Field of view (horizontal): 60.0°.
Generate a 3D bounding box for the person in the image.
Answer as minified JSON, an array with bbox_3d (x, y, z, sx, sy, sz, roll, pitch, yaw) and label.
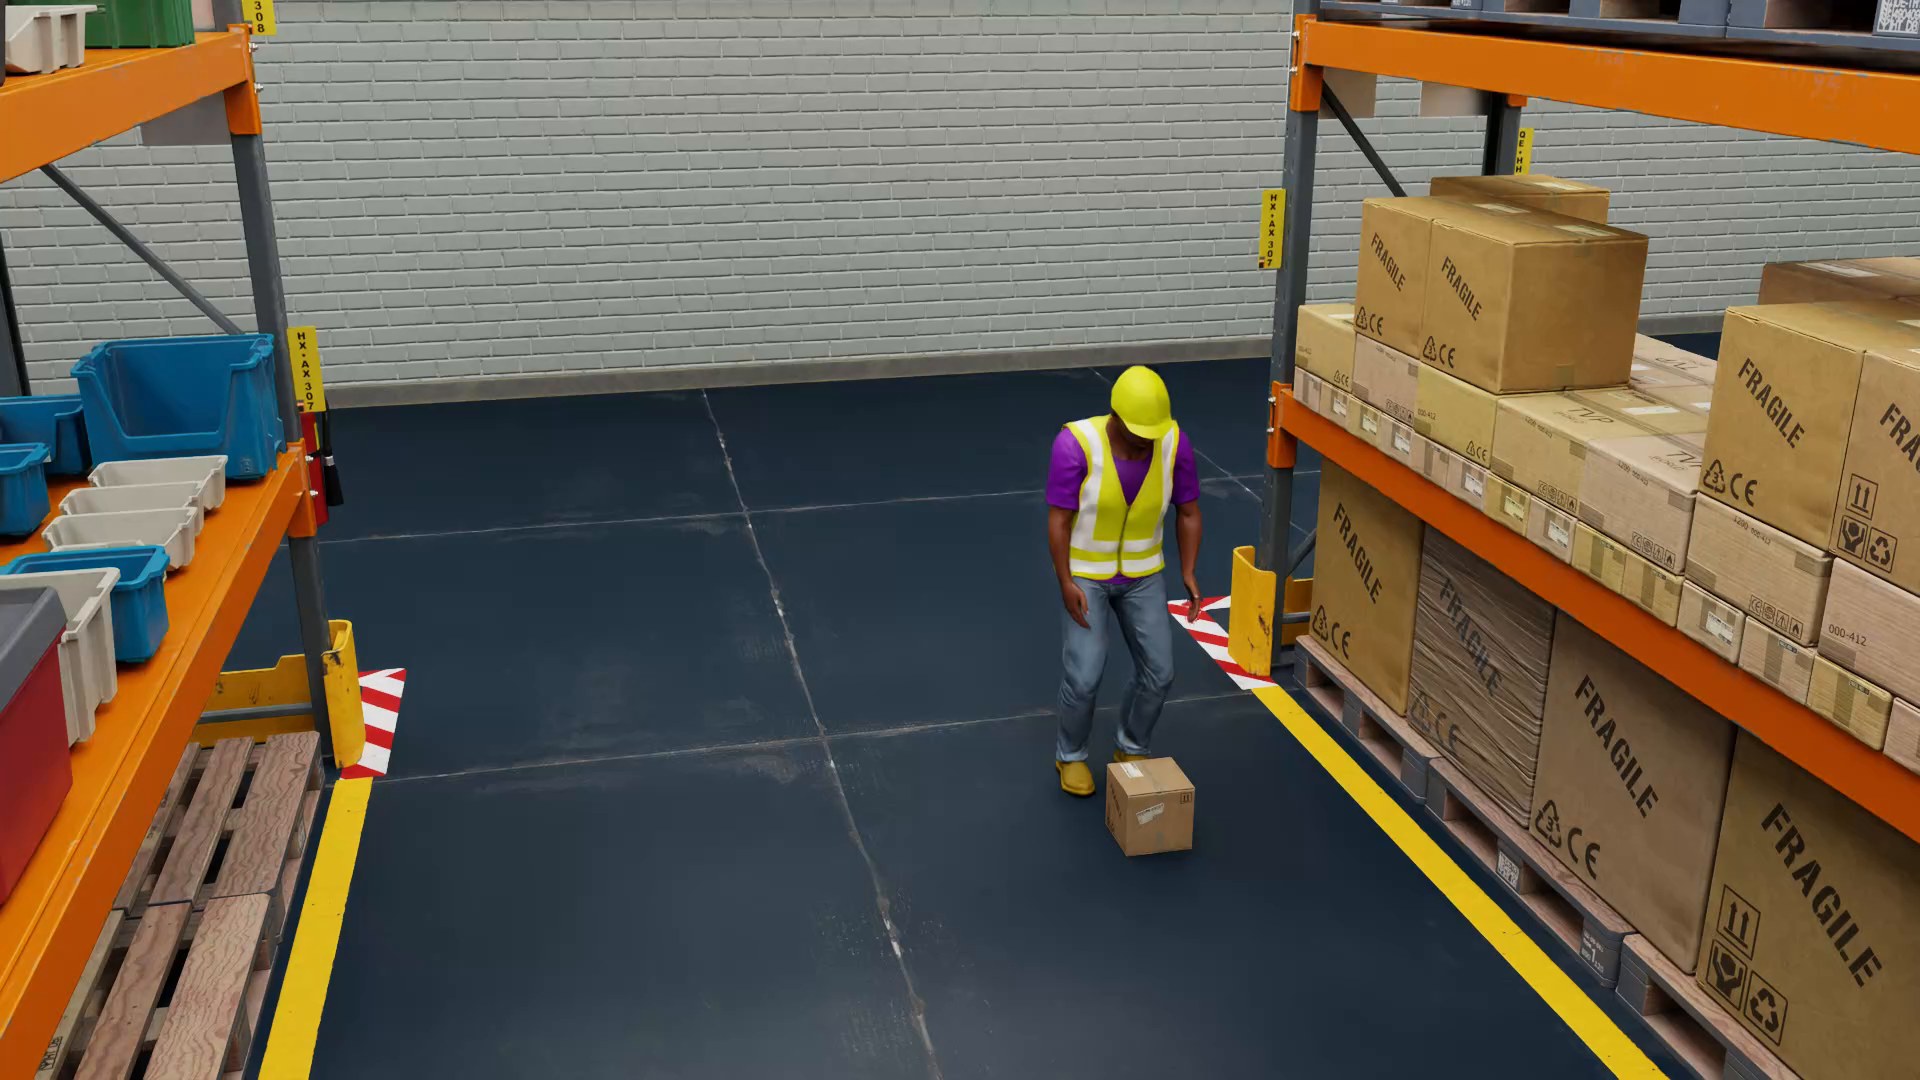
[{"bbox_3d":[0.613,0.144,6.258,0.602,1.682,0.511,-4,20,-11],"label":"person"}]
